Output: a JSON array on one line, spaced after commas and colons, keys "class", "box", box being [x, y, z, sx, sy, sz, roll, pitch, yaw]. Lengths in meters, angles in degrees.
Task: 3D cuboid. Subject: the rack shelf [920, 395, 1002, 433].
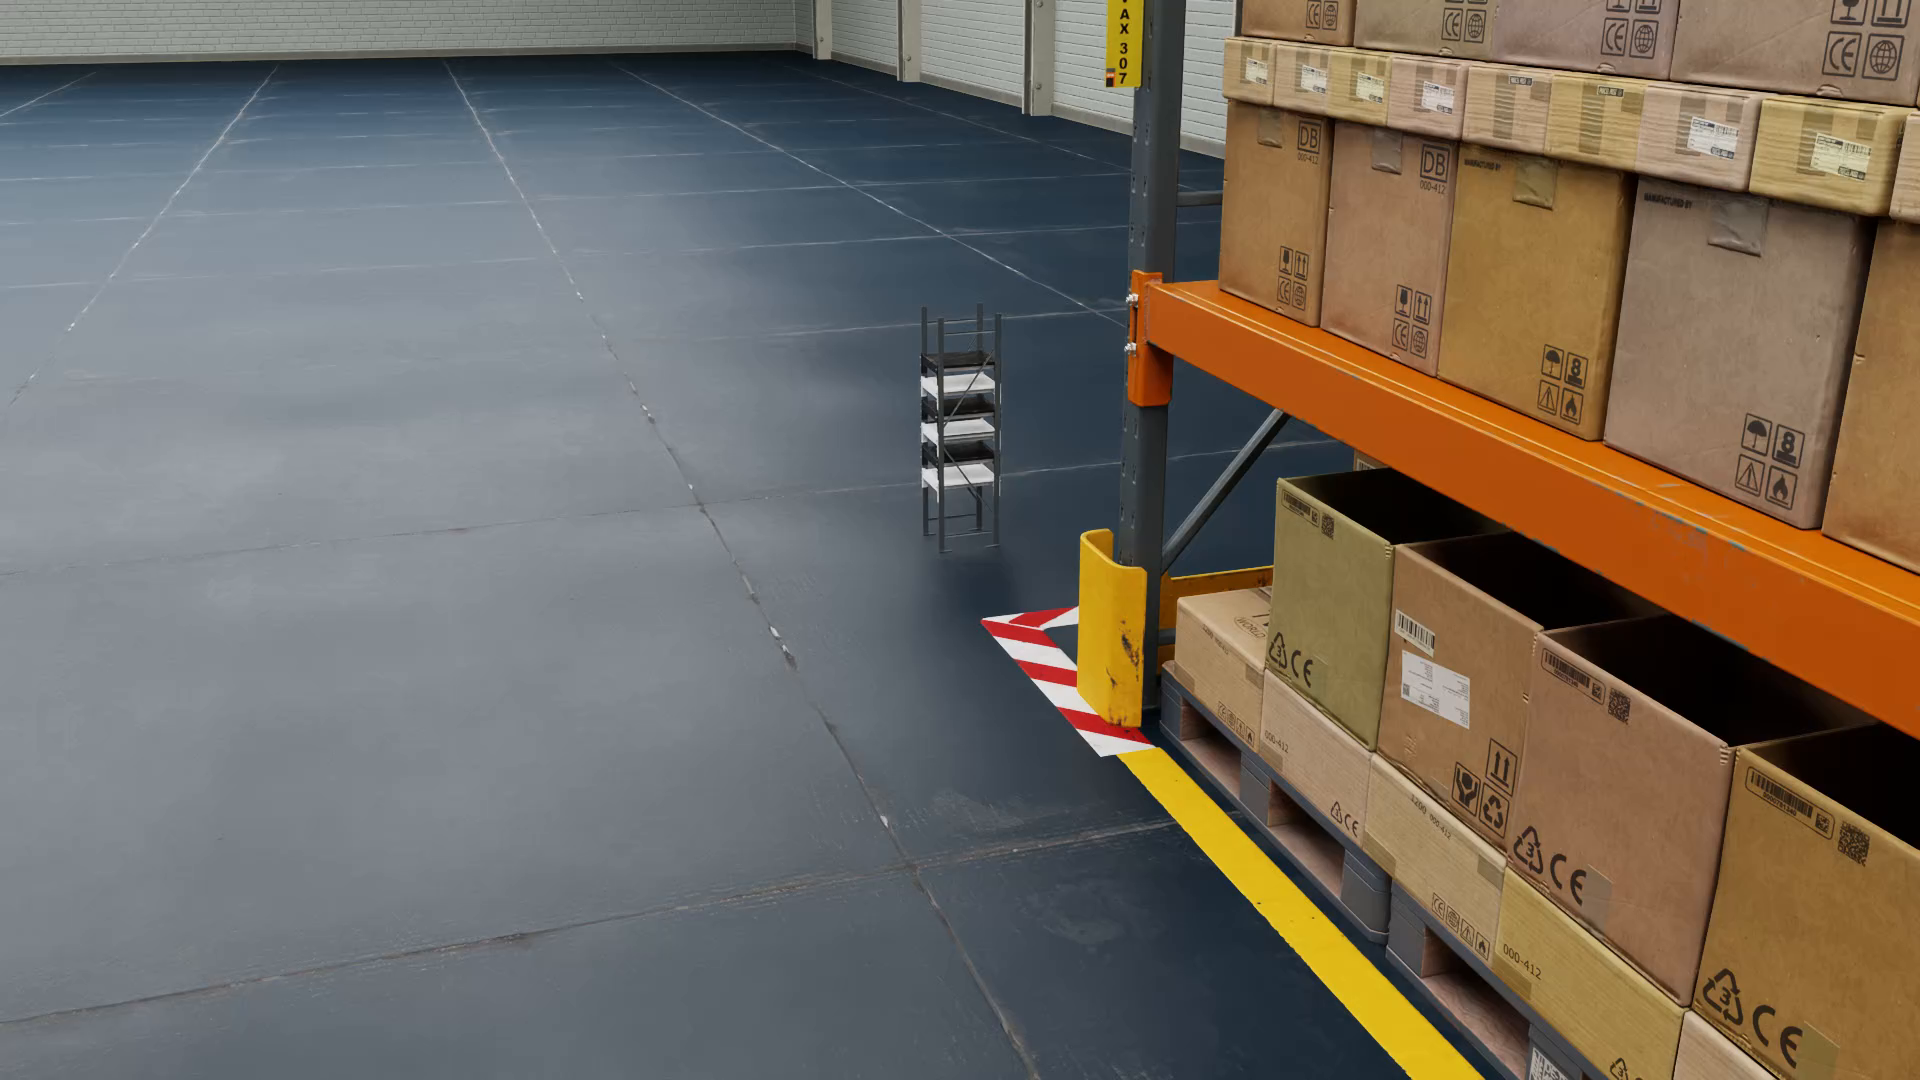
[{"class": "rack shelf", "box": [0.003, -0.474, 6.238, 0.258, 0.077, 0.200, -6, 21, -17]}]

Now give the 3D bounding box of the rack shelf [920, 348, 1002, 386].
[{"class": "rack shelf", "box": [0.003, -0.644, 6.177, 0.258, 0.077, 0.200, -6, 21, -17]}]

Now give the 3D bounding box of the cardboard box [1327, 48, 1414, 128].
[{"class": "cardboard box", "box": [1.041, -1.002, 3.661, 0.380, 0.149, 0.250, -6, 21, -17]}]

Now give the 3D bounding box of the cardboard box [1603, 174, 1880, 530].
[{"class": "cardboard box", "box": [1.583, -0.362, 2.840, 0.700, 0.500, 0.500, -6, 21, -16]}]

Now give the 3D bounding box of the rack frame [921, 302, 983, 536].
[{"class": "rack frame", "box": [-0.029, -0.454, 6.348, 0.240, 0.900, 0.006, -6, 21, -17]}]

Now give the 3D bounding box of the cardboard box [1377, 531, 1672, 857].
[{"class": "cardboard box", "box": [1.245, 0.295, 3.494, 0.500, 0.500, 0.500, -6, 21, -17]}]

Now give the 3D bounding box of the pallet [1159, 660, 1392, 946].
[{"class": "pallet", "box": [1.240, 0.590, 4.461, 1.003, 0.211, 1.213, -6, 21, -17]}]

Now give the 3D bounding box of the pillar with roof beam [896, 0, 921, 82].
[{"class": "pillar with roof beam", "box": [-4.928, -11.426, 24.915, 9.100, 9.000, 0.400, -6, 21, -17]}]

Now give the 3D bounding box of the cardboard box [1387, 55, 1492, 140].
[{"class": "cardboard box", "box": [1.118, -0.921, 3.435, 0.380, 0.149, 0.250, -7, 21, -18]}]

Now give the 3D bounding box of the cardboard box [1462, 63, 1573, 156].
[{"class": "cardboard box", "box": [1.204, -0.836, 3.198, 0.380, 0.149, 0.250, -7, 21, -19]}]

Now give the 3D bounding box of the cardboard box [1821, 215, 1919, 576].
[{"class": "cardboard box", "box": [1.745, -0.198, 2.383, 0.700, 0.500, 0.500, -6, 21, -16]}]

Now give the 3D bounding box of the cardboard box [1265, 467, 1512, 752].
[{"class": "cardboard box", "box": [1.076, 0.136, 3.936, 0.500, 0.500, 0.500, -6, 21, -17]}]

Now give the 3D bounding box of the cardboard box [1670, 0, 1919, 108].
[{"class": "cardboard box", "box": [1.598, -0.962, 2.590, 0.700, 0.500, 0.500, -6, 21, -17]}]

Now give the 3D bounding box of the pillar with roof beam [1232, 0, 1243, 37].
[{"class": "pillar with roof beam", "box": [-1.156, -7.575, 14.193, 9.100, 9.000, 0.400, -6, 21, -17]}]

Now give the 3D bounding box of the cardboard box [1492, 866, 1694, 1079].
[{"class": "cardboard box", "box": [1.387, 0.811, 3.169, 0.500, 0.250, 0.500, -6, 21, -17]}]

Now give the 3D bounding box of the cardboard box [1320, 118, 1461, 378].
[{"class": "cardboard box", "box": [1.264, -0.691, 3.755, 0.700, 0.500, 0.500, -6, 21, -16]}]

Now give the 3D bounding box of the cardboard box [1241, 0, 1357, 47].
[{"class": "cardboard box", "box": [1.111, -1.453, 3.956, 0.700, 0.500, 0.500, -6, 21, -17]}]

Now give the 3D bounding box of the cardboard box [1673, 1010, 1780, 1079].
[{"class": "cardboard box", "box": [1.545, 0.971, 2.722, 0.500, 0.250, 0.500, -6, 21, -17]}]

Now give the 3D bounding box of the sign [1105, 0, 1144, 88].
[{"class": "sign", "box": [0.431, -1.351, 4.342, 0.100, 0.325, 0.005, -6, 21, -17]}]

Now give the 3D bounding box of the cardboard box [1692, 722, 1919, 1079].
[{"class": "cardboard box", "box": [1.557, 0.617, 2.599, 0.500, 0.500, 0.500, -6, 21, -17]}]

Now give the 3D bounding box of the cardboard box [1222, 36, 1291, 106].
[{"class": "cardboard box", "box": [0.878, -1.167, 4.120, 0.380, 0.149, 0.250, -7, 21, -18]}]

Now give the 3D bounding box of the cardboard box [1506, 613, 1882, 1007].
[{"class": "cardboard box", "box": [1.386, 0.458, 3.042, 0.500, 0.500, 0.500, -6, 21, -17]}]

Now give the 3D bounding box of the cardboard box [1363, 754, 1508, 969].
[{"class": "cardboard box", "box": [1.234, 0.650, 3.617, 0.500, 0.250, 0.500, -6, 21, -17]}]

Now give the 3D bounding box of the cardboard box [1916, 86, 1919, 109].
[{"class": "cardboard box", "box": [1.754, -0.802, 2.144, 0.700, 0.500, 0.500, -6, 21, -17]}]

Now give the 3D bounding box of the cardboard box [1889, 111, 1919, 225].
[{"class": "cardboard box", "box": [1.530, -0.504, 2.275, 0.380, 0.149, 0.250, -6, 21, -16]}]

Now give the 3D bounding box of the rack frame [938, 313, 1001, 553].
[{"class": "rack frame", "box": [0.034, -0.388, 6.166, 0.240, 0.900, 0.006, -6, 21, -17]}]

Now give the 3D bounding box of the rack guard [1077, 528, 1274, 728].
[{"class": "rack guard", "box": [0.952, 0.206, 5.104, 1.175, 0.500, 0.348, -6, 21, -17]}]

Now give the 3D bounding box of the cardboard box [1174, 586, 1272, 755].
[{"class": "cardboard box", "box": [0.917, 0.329, 4.509, 0.500, 0.250, 0.500, -6, 21, -17]}]

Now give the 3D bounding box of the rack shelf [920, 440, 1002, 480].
[{"class": "rack shelf", "box": [0.003, -0.305, 6.299, 0.258, 0.077, 0.200, -6, 21, -17]}]

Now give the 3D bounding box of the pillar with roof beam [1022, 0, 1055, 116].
[{"class": "pillar with roof beam", "box": [-3.042, -9.500, 19.554, 9.100, 9.000, 0.400, -6, 21, -17]}]

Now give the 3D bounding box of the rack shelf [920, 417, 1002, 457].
[{"class": "rack shelf", "box": [0.003, -0.390, 6.268, 0.258, 0.077, 0.200, -6, 21, -17]}]

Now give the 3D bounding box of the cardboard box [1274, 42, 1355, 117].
[{"class": "cardboard box", "box": [0.964, -1.082, 3.885, 0.380, 0.149, 0.250, -7, 21, -19]}]

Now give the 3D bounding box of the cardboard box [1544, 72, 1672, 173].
[{"class": "cardboard box", "box": [1.285, -0.754, 2.970, 0.380, 0.149, 0.250, -7, 21, -18]}]

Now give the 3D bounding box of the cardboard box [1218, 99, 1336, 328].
[{"class": "cardboard box", "box": [1.094, -0.859, 4.223, 0.700, 0.500, 0.500, -6, 21, -17]}]

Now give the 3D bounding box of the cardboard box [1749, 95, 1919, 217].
[{"class": "cardboard box", "box": [1.444, -0.589, 2.511, 0.380, 0.149, 0.250, -6, 21, -15]}]

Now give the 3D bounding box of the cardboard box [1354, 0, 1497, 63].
[{"class": "cardboard box", "box": [1.281, -1.284, 3.488, 0.700, 0.500, 0.500, -7, 21, -19]}]

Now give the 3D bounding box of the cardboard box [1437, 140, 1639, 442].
[{"class": "cardboard box", "box": [1.414, -0.531, 3.310, 0.700, 0.500, 0.500, -6, 21, -17]}]

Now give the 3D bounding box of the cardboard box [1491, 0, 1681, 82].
[{"class": "cardboard box", "box": [1.440, -1.123, 3.038, 0.700, 0.500, 0.500, -6, 21, -17]}]

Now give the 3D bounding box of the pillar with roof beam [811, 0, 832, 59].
[{"class": "pillar with roof beam", "box": [-6.814, -13.351, 30.275, 9.100, 9.000, 0.400, -6, 21, -17]}]

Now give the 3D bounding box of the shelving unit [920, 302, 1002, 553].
[{"class": "shelving unit", "box": [0.003, -0.421, 6.257, 0.258, 0.900, 0.210, -6, 21, -17]}]

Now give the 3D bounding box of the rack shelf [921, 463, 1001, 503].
[{"class": "rack shelf", "box": [0.003, -0.220, 6.329, 0.258, 0.077, 0.200, -6, 21, -17]}]

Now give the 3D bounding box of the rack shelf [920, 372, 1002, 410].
[{"class": "rack shelf", "box": [0.003, -0.559, 6.208, 0.258, 0.077, 0.200, -6, 21, -17]}]

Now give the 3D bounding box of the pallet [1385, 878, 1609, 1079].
[{"class": "pallet", "box": [1.619, 0.981, 3.373, 1.003, 0.211, 1.213, -6, 21, -17]}]

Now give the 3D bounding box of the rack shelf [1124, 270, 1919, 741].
[{"class": "rack shelf", "box": [1.588, 0.017, 2.995, 1.077, 0.370, 4.000, -6, 21, -17]}]

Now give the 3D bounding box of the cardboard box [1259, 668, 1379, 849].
[{"class": "cardboard box", "box": [1.078, 0.489, 4.064, 0.500, 0.250, 0.500, -6, 21, -17]}]

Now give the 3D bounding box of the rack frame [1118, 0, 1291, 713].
[{"class": "rack frame", "box": [0.959, -0.963, 4.660, 1.000, 3.000, 0.127, -6, 21, -17]}]

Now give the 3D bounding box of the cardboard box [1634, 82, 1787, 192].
[{"class": "cardboard box", "box": [1.361, -0.673, 2.746, 0.380, 0.149, 0.250, -6, 21, -17]}]

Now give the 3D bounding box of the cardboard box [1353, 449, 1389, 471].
[{"class": "cardboard box", "box": [1.411, -0.079, 4.536, 0.500, 0.500, 0.500, -6, 21, -17]}]
